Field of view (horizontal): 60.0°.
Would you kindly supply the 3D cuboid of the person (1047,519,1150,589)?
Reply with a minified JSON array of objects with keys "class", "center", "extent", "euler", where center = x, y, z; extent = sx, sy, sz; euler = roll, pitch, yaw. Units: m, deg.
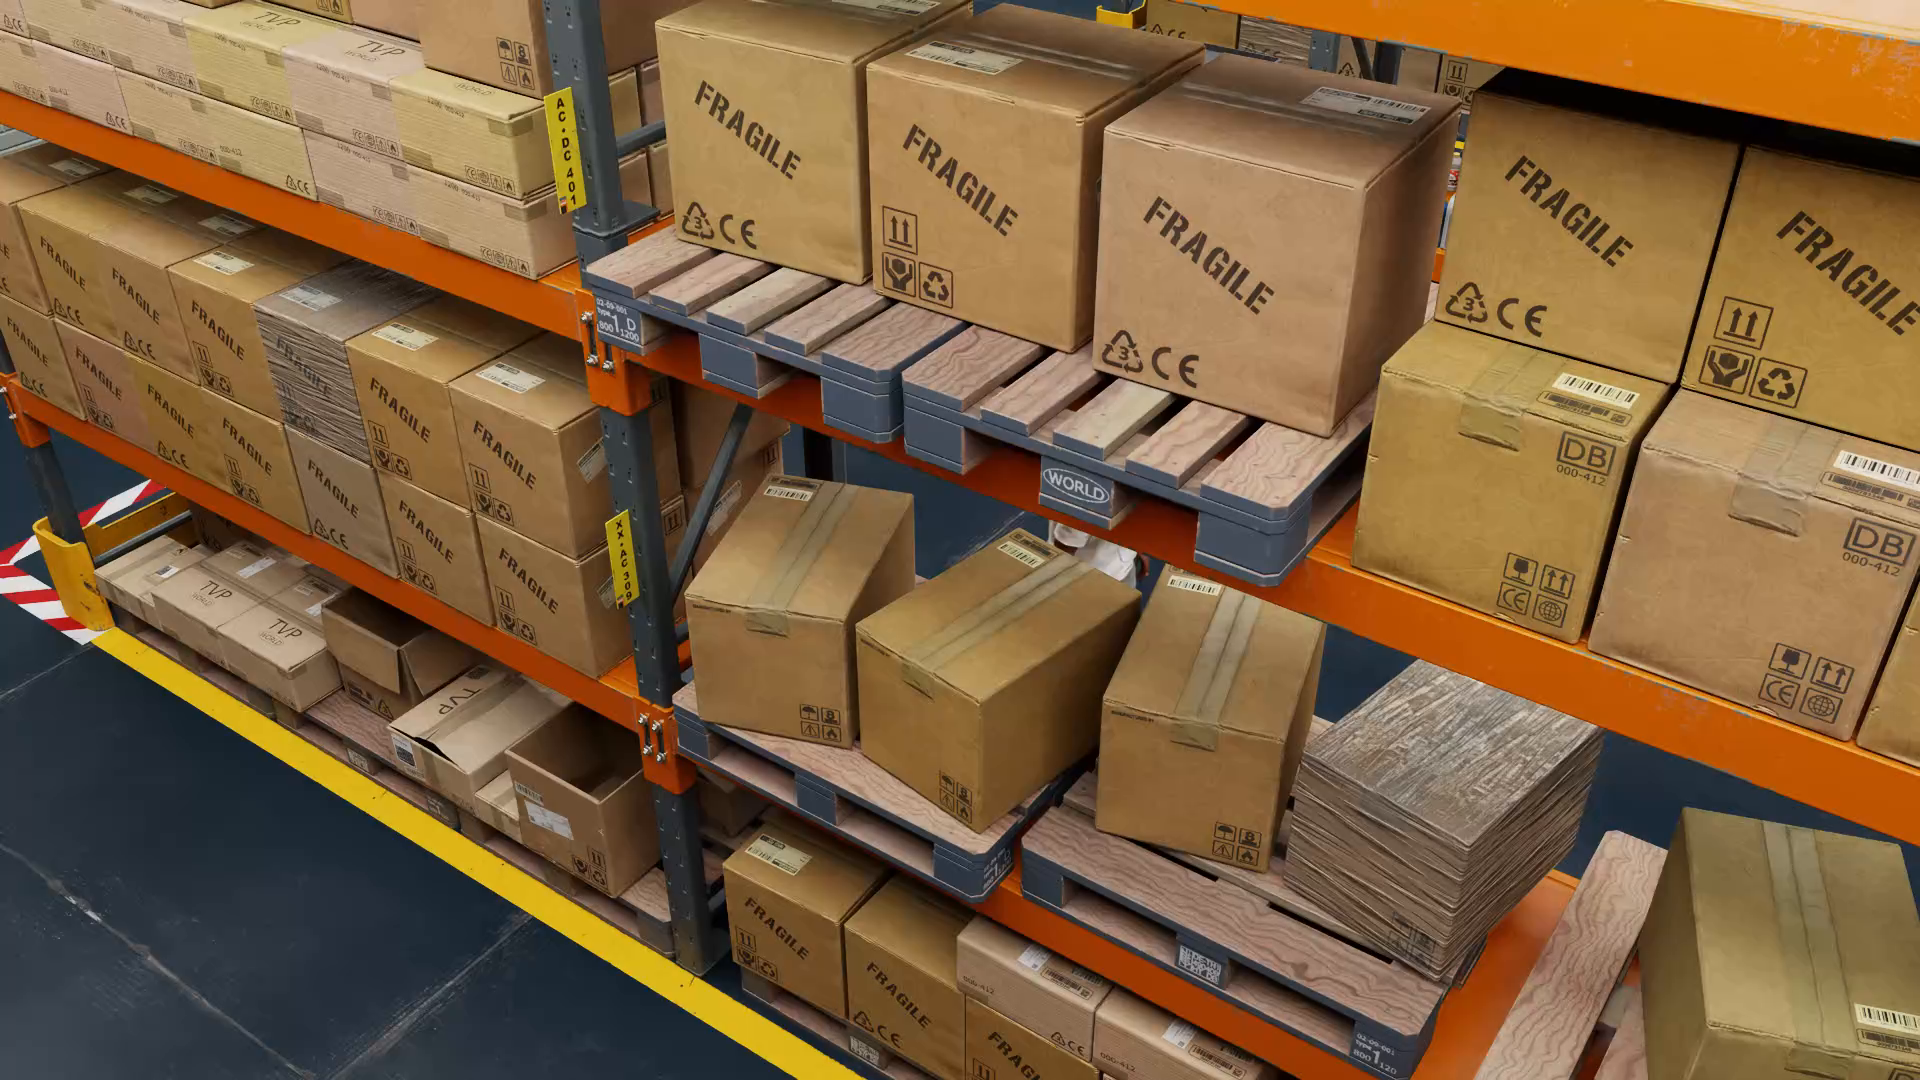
[{"class":"person","center":[0.599,0.142,6.919],"extent":[0.460,1.761,0.637],"euler":[21,40,28]}]
